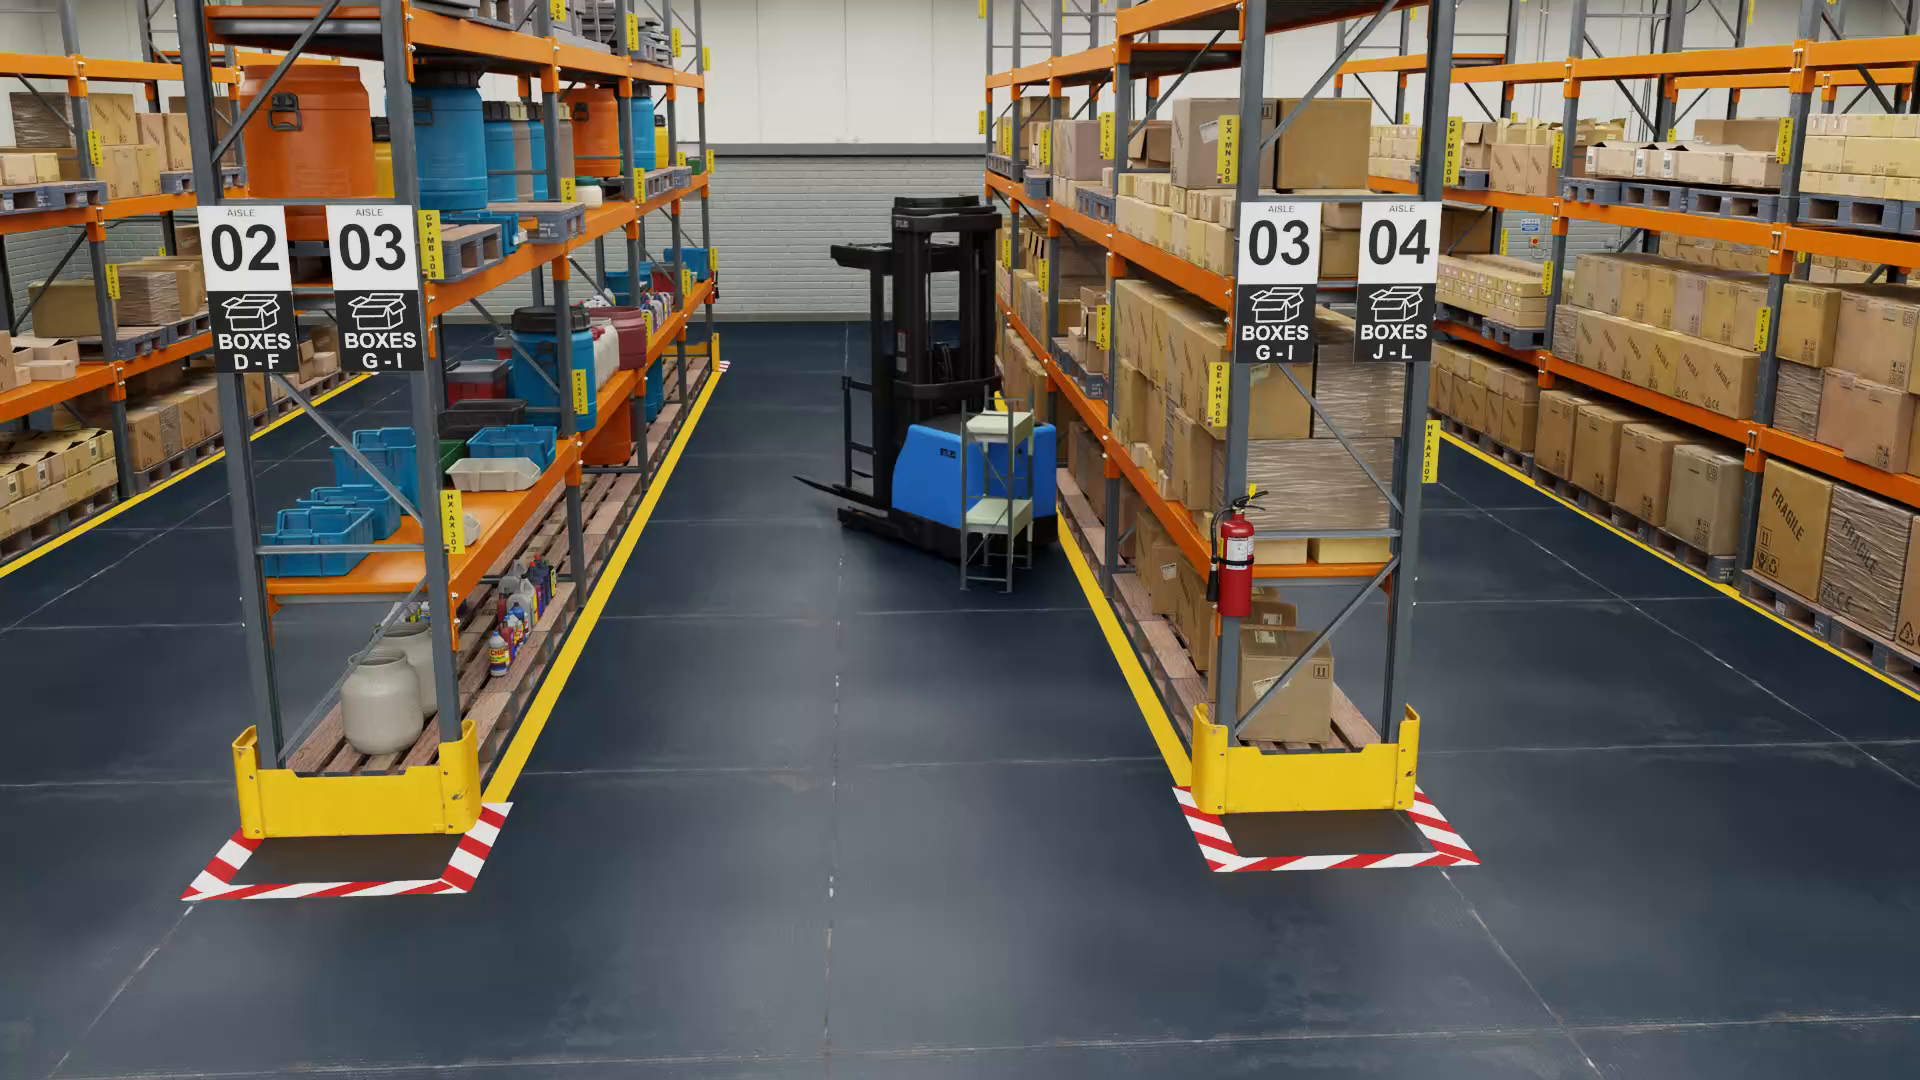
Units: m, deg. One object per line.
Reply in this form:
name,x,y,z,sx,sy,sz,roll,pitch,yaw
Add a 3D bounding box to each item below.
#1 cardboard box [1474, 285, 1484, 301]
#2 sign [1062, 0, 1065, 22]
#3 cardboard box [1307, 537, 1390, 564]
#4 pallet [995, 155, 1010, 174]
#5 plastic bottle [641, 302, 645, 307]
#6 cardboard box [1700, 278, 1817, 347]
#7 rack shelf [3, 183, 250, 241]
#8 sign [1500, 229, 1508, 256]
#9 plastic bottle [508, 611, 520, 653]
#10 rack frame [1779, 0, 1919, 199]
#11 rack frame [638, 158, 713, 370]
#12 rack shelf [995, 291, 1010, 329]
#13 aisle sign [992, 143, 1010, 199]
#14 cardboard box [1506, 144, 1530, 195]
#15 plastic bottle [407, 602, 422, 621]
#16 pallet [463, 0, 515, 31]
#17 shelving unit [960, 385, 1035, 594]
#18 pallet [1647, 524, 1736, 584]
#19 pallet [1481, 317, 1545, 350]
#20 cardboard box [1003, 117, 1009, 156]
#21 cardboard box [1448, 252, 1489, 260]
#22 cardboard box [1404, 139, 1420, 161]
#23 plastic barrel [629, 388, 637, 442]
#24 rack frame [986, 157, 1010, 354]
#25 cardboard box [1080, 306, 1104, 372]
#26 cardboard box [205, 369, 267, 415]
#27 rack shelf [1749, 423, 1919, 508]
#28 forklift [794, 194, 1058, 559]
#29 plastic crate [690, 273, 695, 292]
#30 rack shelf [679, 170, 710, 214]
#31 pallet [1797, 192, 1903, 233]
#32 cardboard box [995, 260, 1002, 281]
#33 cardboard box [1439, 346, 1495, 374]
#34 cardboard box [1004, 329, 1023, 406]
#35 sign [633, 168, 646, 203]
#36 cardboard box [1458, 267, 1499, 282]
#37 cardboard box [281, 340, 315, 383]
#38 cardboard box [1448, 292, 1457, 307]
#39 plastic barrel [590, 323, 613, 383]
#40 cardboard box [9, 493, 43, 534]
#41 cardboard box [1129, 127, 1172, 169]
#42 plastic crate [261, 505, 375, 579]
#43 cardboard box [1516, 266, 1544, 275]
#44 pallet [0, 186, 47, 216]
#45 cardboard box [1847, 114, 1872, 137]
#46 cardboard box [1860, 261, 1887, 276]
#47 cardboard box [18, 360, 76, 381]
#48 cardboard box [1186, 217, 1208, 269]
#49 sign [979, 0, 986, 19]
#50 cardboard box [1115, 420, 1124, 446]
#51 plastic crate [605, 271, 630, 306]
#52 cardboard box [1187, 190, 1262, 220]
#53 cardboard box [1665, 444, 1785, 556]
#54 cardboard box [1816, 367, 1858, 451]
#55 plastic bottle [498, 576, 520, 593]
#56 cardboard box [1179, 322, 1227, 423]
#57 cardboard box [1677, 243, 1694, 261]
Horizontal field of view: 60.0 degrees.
cardboard box,5.772,-2.663,17.922,0.380,0.149,0.250,-1,14,-4
sign,1.413,-7.405,23.213,0.100,0.325,0.005,-1,14,-3
cardboard box,2.082,0.022,8.924,0.380,0.149,0.250,-1,14,-3
pallet,1.005,-4.925,21.807,1.003,0.211,1.213,-1,14,-3
plastic bottle,-3.539,-2.521,18.563,0.097,0.271,0.097,0,14,0
cardboard box,6.500,-1.855,13.508,0.700,0.500,0.500,-1,14,-4
rack shelf,-8.646,-3.464,17.394,1.077,0.370,4.000,-1,14,-3
sign,6.628,-3.631,20.294,0.100,0.325,0.005,-1,14,-3
plastic bottle,-2.911,0.594,10.790,0.097,0.271,0.097,0,14,0
rack frame,6.570,-3.976,11.921,1.000,3.000,0.127,-1,14,-3
rack frame,-4.073,-3.927,23.771,1.000,3.000,0.127,-1,14,-3
rack shelf,0.994,-3.158,22.225,1.077,0.370,4.000,-1,14,-3
aisle sign,0.566,-5.276,23.796,0.394,0.787,0.004,-1,14,-3
cardboard box,5.990,-3.829,17.168,0.500,0.500,0.500,-1,14,-3
plastic bottle,-3.656,0.487,11.049,0.144,0.351,0.185,-1,14,-4
pallet,-3.172,-3.055,9.520,1.003,0.211,1.213,-1,14,-3
shelving unit,0.299,-0.412,13.117,0.431,1.500,0.755,4,15,14
pallet,6.447,0.089,13.758,1.003,0.211,1.213,-1,14,-3
pallet,6.172,-2.148,17.242,1.213,0.211,1.003,-1,14,-3
cardboard box,0.951,-5.359,22.070,0.700,0.500,0.500,-2,15,-7
cardboard box,6.296,-3.380,20.846,0.500,0.500,0.500,-1,14,-4
cardboard box,5.792,-4.794,20.415,0.500,0.250,0.500,-2,15,-6
plastic barrel,-3.695,-1.376,17.850,0.600,0.588,0.708,-1,14,-3
rack frame,0.870,-4.004,24.068,1.000,3.000,0.127,-1,14,-3
cardboard box,1.414,-1.703,14.074,0.797,0.503,0.637,1,14,2
cardboard box,-8.453,-1.741,19.408,0.500,0.500,0.500,-1,14,-4
rack shelf,6.694,-0.225,10.825,1.077,0.370,4.000,-1,14,-3
forklift,-0.444,-1.570,14.747,1.130,2.935,3.031,-10,18,-35
plastic crate,-3.690,-3.369,21.815,0.416,0.233,0.300,-1,14,-3
rack shelf,-3.949,-4.534,21.554,1.077,0.370,4.000,-1,14,-3
pallet,6.611,-2.277,11.515,1.003,0.211,1.213,-1,14,-3
cardboard box,0.734,-3.568,22.078,0.500,0.250,0.500,-1,14,-5
cardboard box,5.892,-2.096,19.323,0.500,0.250,0.500,0,14,-2
cardboard box,1.178,-2.025,19.797,1.225,0.875,0.875,-1,14,-3
sign,-3.029,-3.350,15.717,0.100,0.325,0.005,-1,14,-3
cardboard box,5.741,-2.937,18.388,0.380,0.149,0.250,0,14,-2
cardboard box,-8.891,-2.328,21.683,0.797,0.503,0.637,-1,14,-3
cardboard box,5.726,-2.713,18.710,0.380,0.149,0.250,-1,14,-4
plastic barrel,-3.275,-1.635,14.636,0.421,0.512,0.421,0,14,0
cardboard box,-8.147,-0.226,14.060,0.500,0.250,0.500,-1,14,-2
cardboard box,1.683,-2.844,12.490,0.797,0.503,0.637,-2,15,-6
plastic crate,-3.412,0.004,8.790,0.499,0.251,0.616,-1,14,-3
cardboard box,6.393,-2.942,18.410,0.380,0.149,0.250,-1,14,-4
pallet,-8.318,-2.778,13.663,1.003,0.211,1.213,0,14,-1
cardboard box,6.286,-2.818,11.299,0.380,0.149,0.250,-1,14,-4
cardboard box,10.837,-3.330,19.242,0.500,0.500,0.500,-1,14,-5
cardboard box,-8.190,-1.521,14.923,0.380,0.149,0.250,-1,14,-3
cardboard box,1.544,-1.645,9.181,0.500,0.250,0.500,-1,14,-3
sign,0.316,-7.431,23.157,0.100,0.325,0.005,-1,14,-3
cardboard box,1.329,-0.777,12.032,0.380,0.149,0.250,-1,14,-3
plastic crate,-4.195,-3.065,20.330,0.392,0.384,0.575,-1,14,-3
cardboard box,1.468,-1.857,9.205,0.380,0.149,0.250,-1,14,-3
cardboard box,6.442,-0.338,13.492,1.050,0.750,0.750,-1,14,-4
cardboard box,6.662,-0.916,11.764,0.875,0.550,0.550,-1,14,-3
plastic bottle,-3.137,0.375,11.632,0.152,0.276,0.135,-1,14,-3
cardboard box,1.544,-0.959,9.428,0.500,0.500,0.500,-1,14,-3
cardboard box,10.564,-3.956,23.682,0.500,0.500,0.500,-1,14,-4
